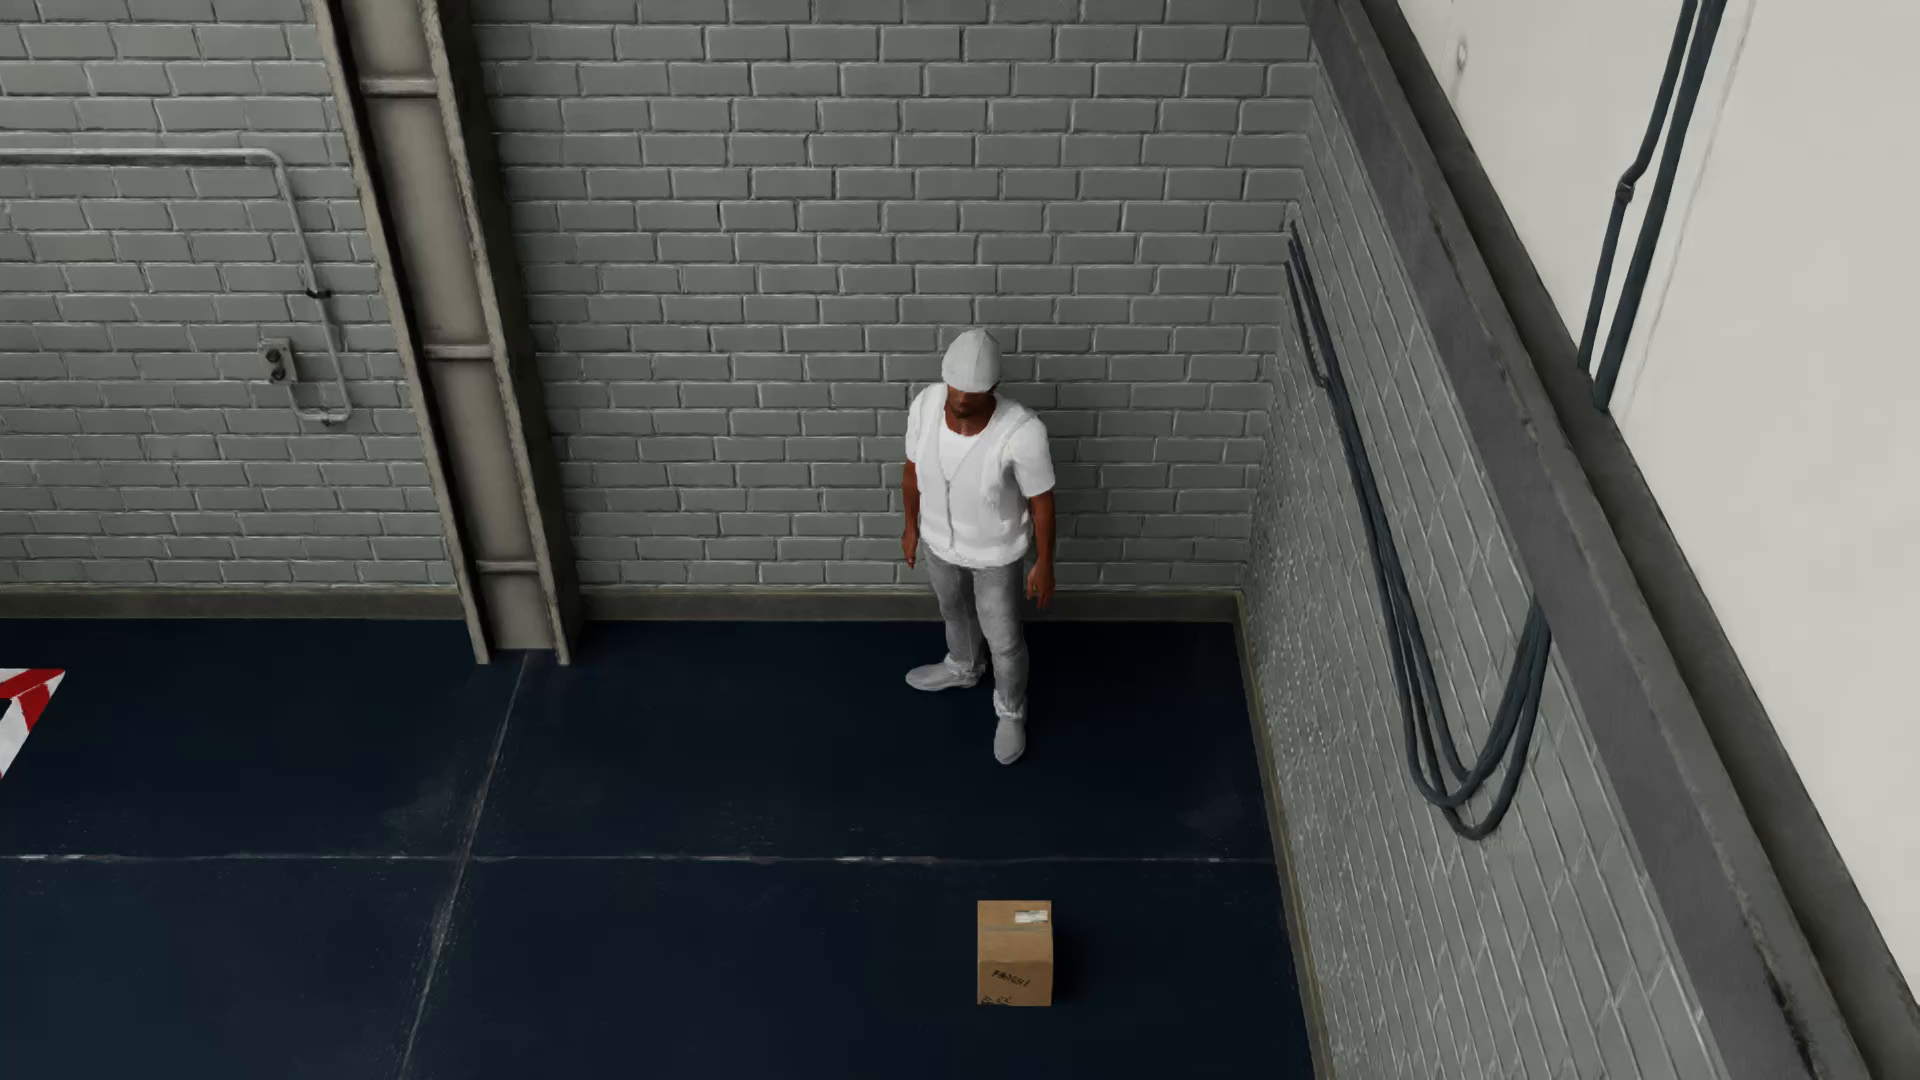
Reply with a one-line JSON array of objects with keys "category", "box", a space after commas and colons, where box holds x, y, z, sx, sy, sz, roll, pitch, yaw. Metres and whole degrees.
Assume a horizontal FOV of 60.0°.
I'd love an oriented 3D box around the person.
[{"category": "person", "box": [0.063, 0.002, 6.098, 0.663, 1.771, 0.377, 24, 45, 26]}]
